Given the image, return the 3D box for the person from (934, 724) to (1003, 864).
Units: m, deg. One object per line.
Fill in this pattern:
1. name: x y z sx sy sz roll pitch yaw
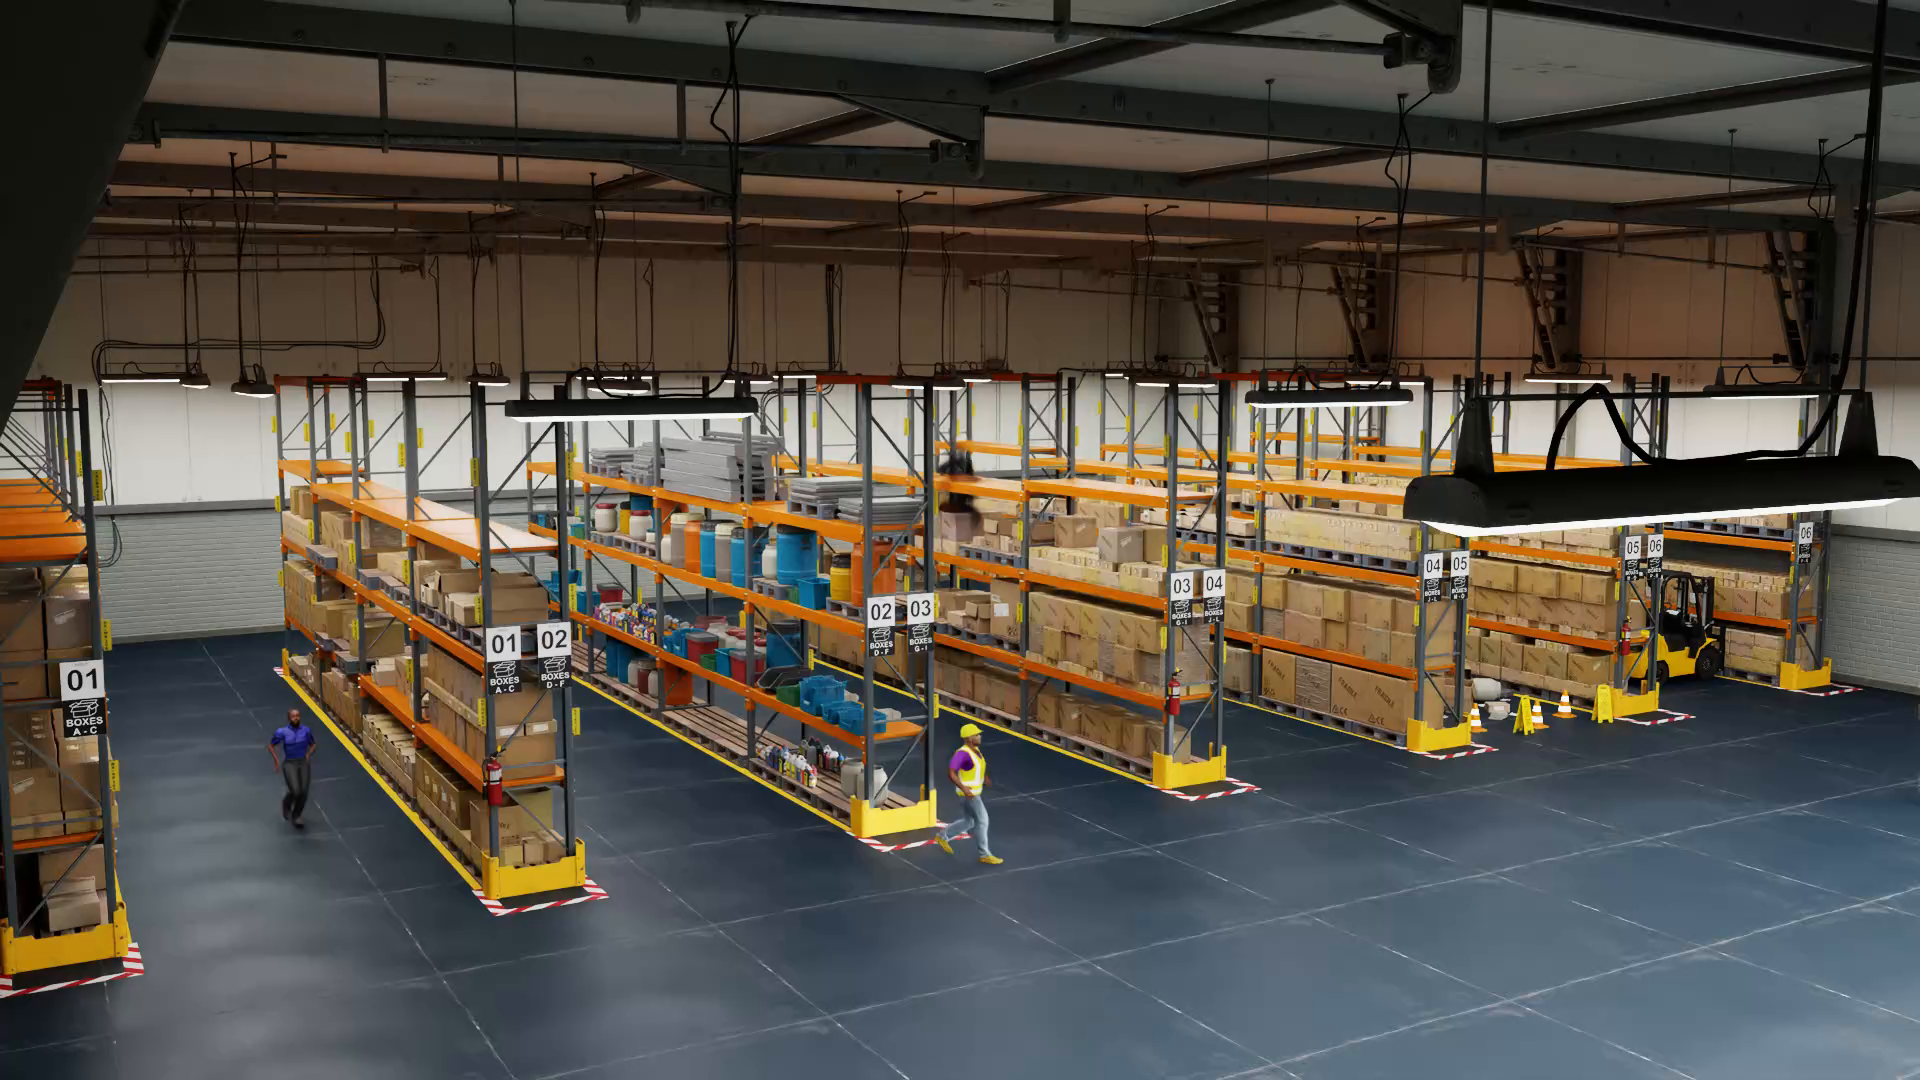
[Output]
1. person: 0.107 3.176 20.891 0.896 1.752 0.707 1 6 10

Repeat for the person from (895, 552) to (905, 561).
1. person: -1.640 1.082 40.418 0.809 1.782 0.773 2 6 15

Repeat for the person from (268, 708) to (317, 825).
1. person: -8.957 3.073 22.458 0.573 1.609 0.556 -5 8 -40
